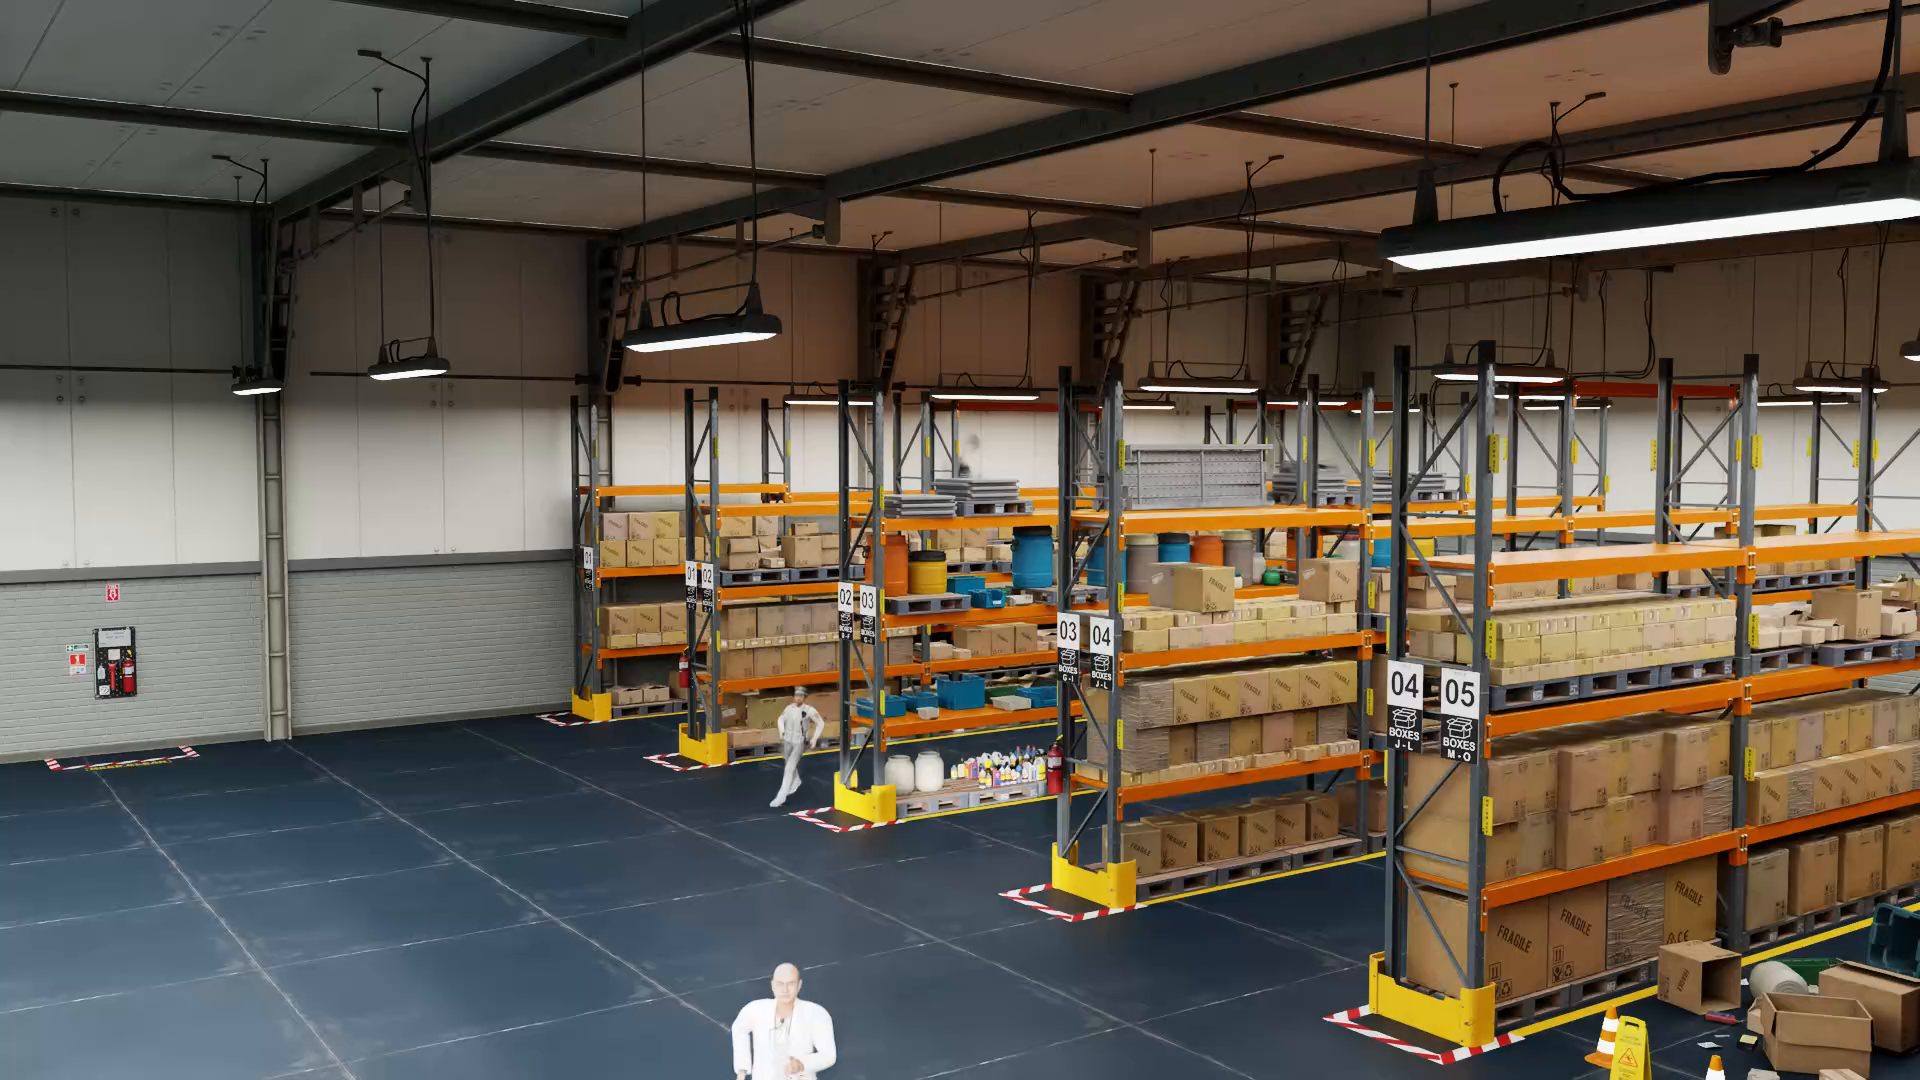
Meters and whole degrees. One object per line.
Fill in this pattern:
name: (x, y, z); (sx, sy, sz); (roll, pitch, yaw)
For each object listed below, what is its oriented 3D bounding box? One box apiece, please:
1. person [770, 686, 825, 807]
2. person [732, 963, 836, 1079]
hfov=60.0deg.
person: (-2.323, 2.897, 23.640); (0.677, 1.674, 0.917); (2, 4, 26)
person: (-1.130, 3.635, 10.688); (0.668, 1.842, 0.825); (0, 3, -7)
